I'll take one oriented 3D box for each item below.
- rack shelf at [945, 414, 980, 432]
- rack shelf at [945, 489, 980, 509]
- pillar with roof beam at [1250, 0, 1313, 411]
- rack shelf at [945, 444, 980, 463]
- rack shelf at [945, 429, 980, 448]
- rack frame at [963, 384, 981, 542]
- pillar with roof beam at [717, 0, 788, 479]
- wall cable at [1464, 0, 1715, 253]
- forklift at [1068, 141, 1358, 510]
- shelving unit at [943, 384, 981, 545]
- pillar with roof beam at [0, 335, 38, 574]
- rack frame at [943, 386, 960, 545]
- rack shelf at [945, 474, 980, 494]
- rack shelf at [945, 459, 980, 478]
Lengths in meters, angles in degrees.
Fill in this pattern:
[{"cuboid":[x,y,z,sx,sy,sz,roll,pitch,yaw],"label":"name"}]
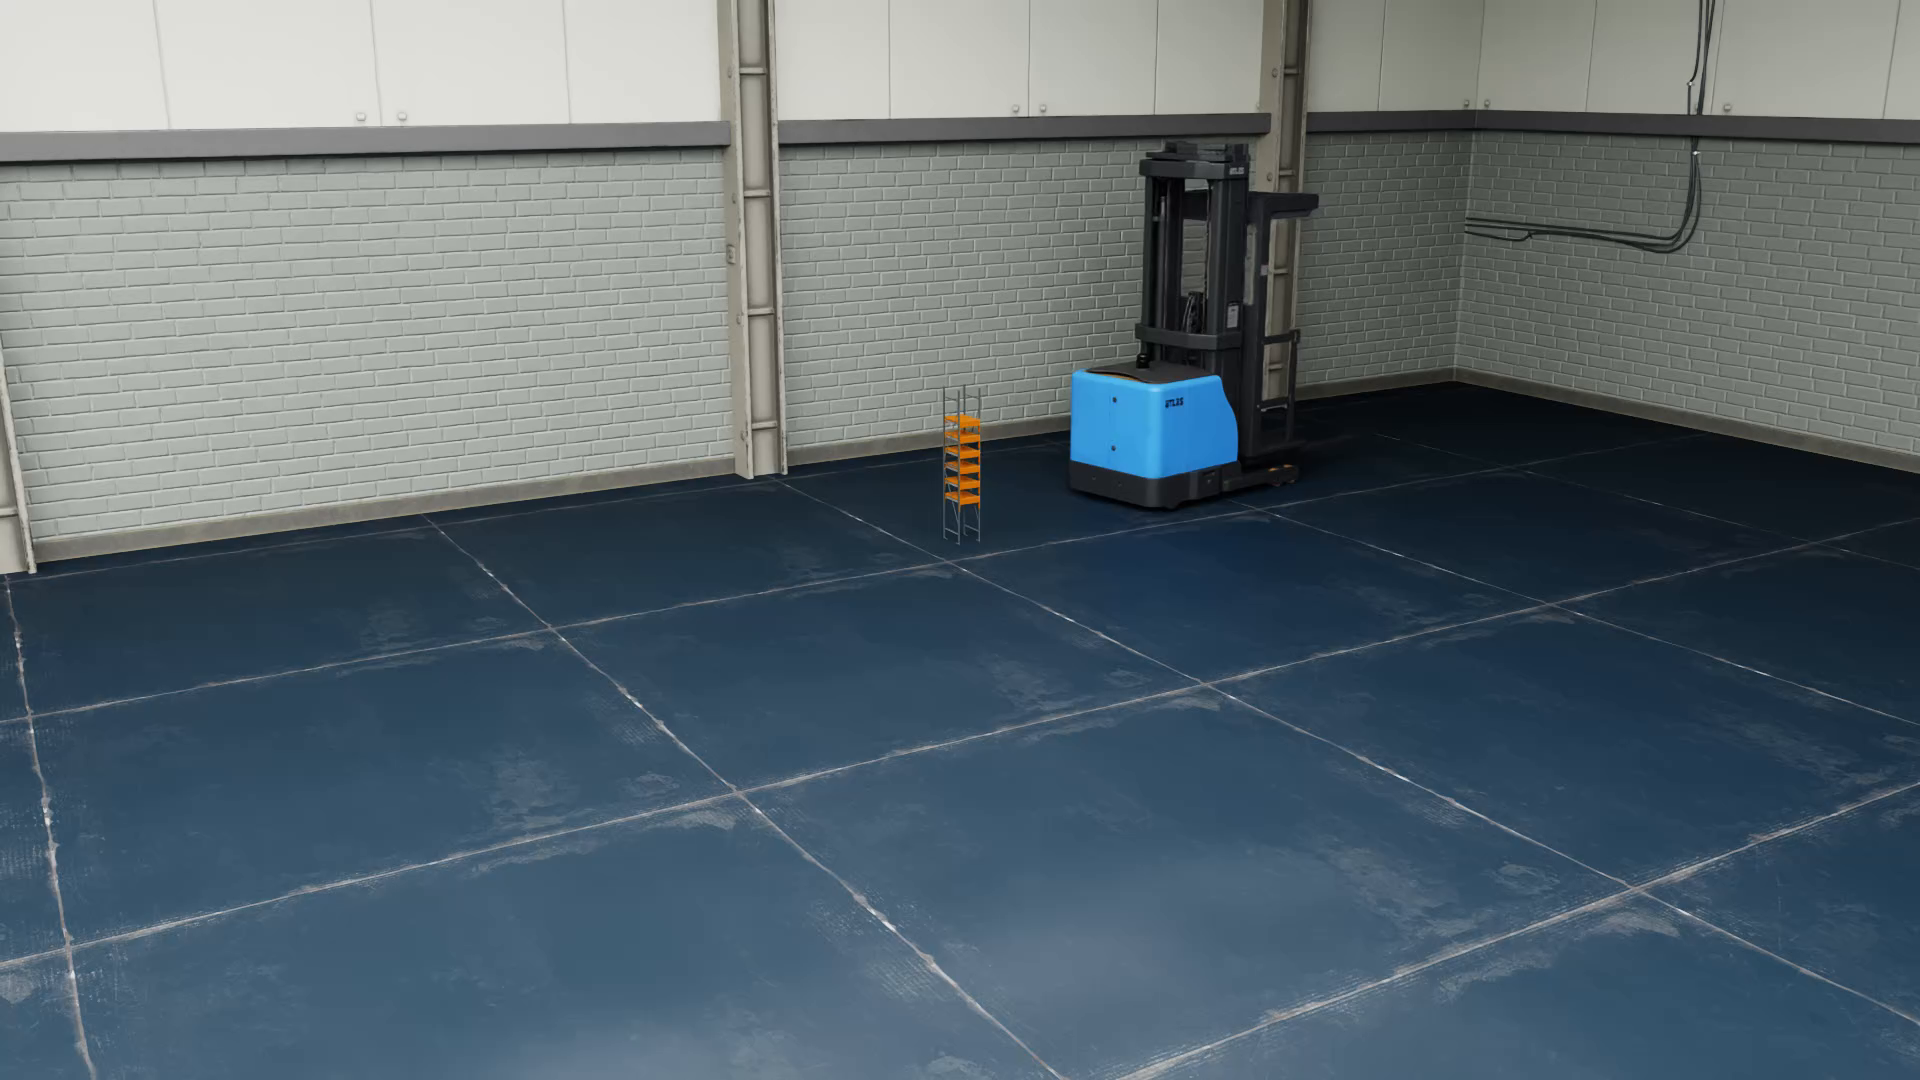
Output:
[{"cuboid":[0.012,-0.884,12.670,0.180,0.103,0.258,-9,18,-30],"label":"rack shelf"},{"cuboid":[0.012,-0.306,12.832,0.180,0.103,0.258,-9,18,-30],"label":"rack shelf"},{"cuboid":[5.558,-4.777,13.281,0.400,9.000,9.100,-9,18,-30],"label":"pillar with roof beam"},{"cuboid":[0.012,-0.653,12.735,0.180,0.103,0.258,-9,18,-30],"label":"rack shelf"},{"cuboid":[0.012,-0.768,12.702,0.180,0.103,0.258,-9,18,-30],"label":"rack shelf"},{"cuboid":[0.091,-0.592,12.800,0.006,1.200,0.240,-9,18,-30],"label":"rack frame"},{"cuboid":[0.414,-3.943,10.305,0.400,9.000,9.100,-9,18,-30],"label":"pillar with roof beam"},{"cuboid":[6.547,-4.382,17.623,0.112,2.526,3.097,-9,18,-30],"label":"wall cable"},{"cuboid":[2.367,-1.971,14.511,3.031,2.935,1.130,-13,20,-39],"label":"forklift"},{"cuboid":[0.012,-0.580,12.755,0.189,1.200,0.258,-9,18,-30],"label":"shelving unit"},{"cuboid":[-4.729,-3.109,7.330,0.400,9.000,9.100,-9,18,-30],"label":"pillar with roof beam"},{"cuboid":[-0.066,-0.567,12.710,0.006,1.200,0.240,-9,18,-30],"label":"rack frame"},{"cuboid":[0.012,-0.421,12.799,0.180,0.103,0.258,-9,18,-30],"label":"rack shelf"},{"cuboid":[0.012,-0.537,12.767,0.180,0.103,0.258,-9,18,-30],"label":"rack shelf"}]
